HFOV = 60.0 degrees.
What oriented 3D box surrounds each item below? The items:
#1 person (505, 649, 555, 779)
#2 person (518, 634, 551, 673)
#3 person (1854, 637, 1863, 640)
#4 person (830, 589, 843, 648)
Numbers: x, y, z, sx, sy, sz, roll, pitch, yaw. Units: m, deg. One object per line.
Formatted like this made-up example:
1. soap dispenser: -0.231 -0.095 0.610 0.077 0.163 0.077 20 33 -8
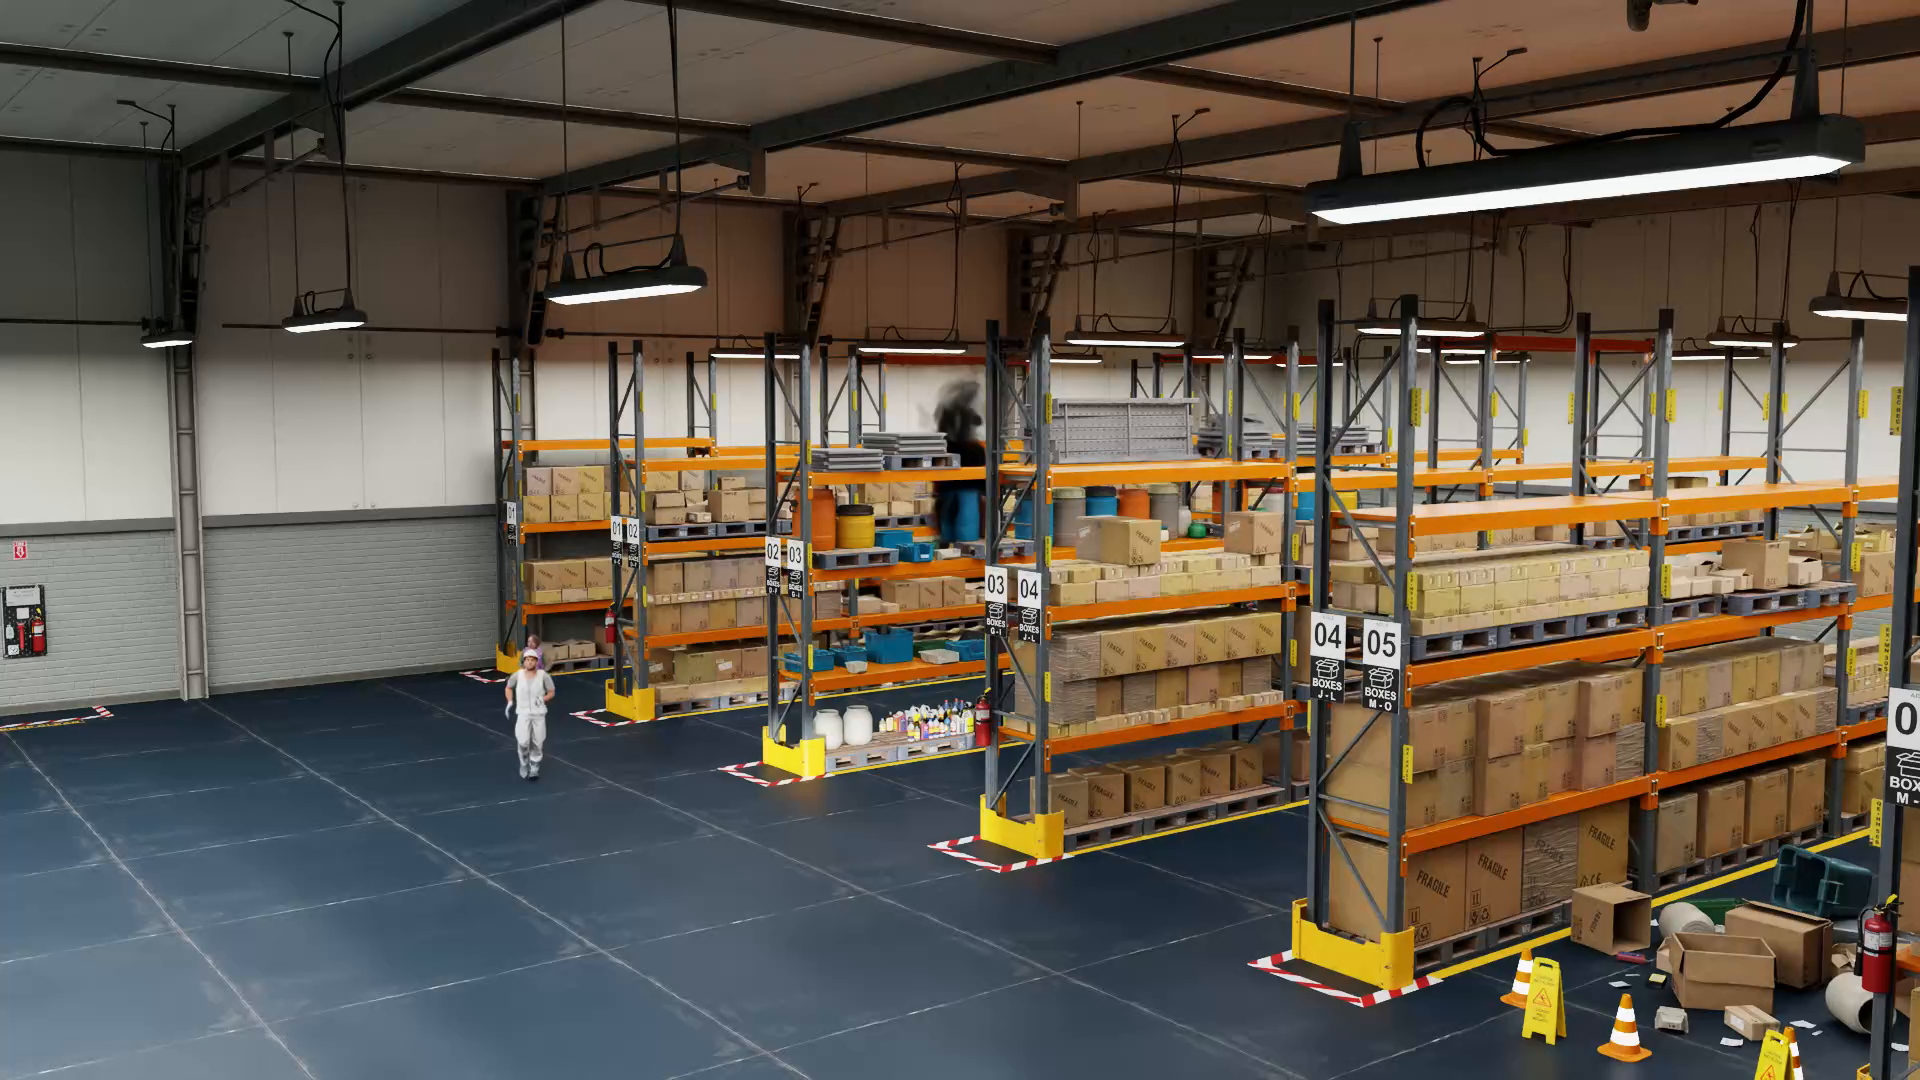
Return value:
1. person: -5.710 2.331 22.115 0.649 1.742 0.635 -1 5 -14
2. person: -6.474 2.231 25.264 0.516 1.447 0.658 0 5 -4
3. person: 13.260 2.271 24.412 0.851 1.539 0.549 -3 6 -30
4. person: -2.347 1.608 31.125 0.567 1.647 0.614 -5 7 -42
